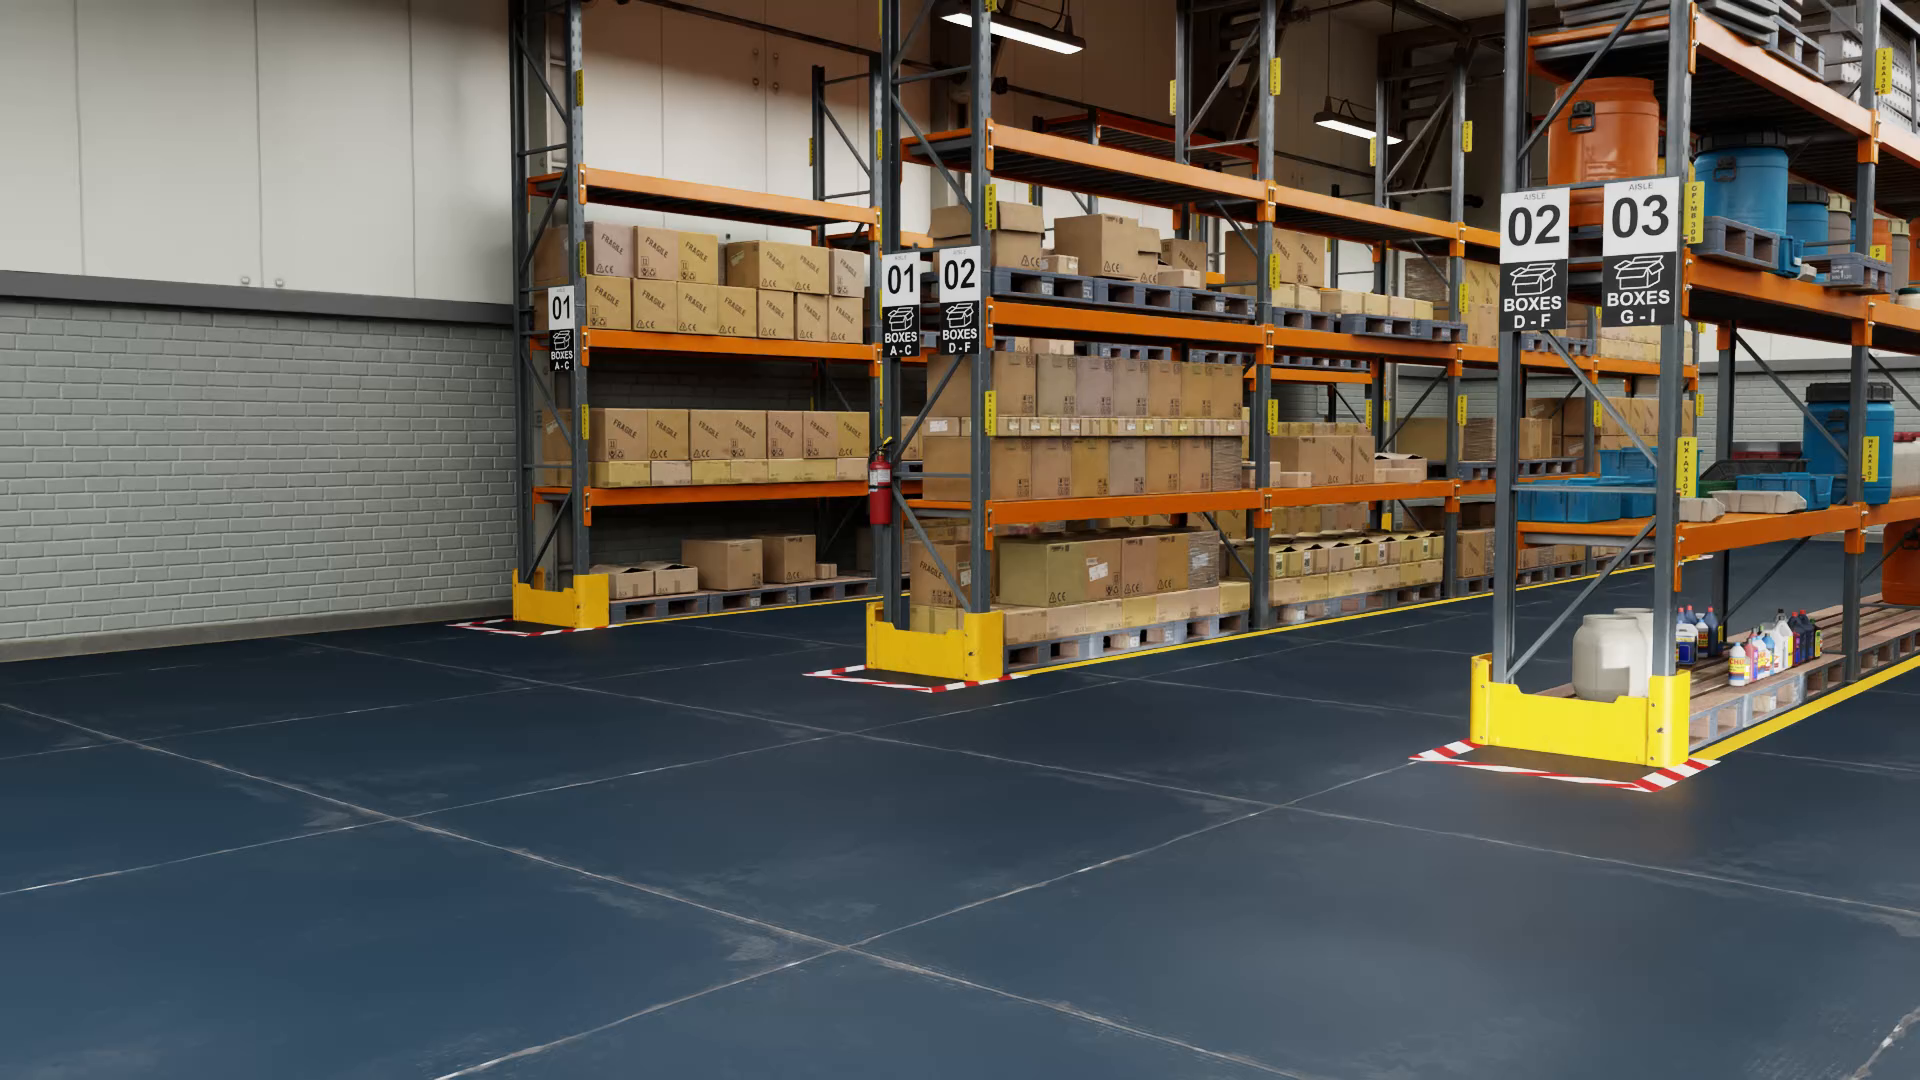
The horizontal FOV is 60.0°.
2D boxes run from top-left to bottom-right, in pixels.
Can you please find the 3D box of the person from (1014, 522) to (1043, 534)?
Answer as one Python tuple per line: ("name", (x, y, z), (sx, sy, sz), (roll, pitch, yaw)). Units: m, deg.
("person", (0.603, -0.073, 16.481), (0.613, 1.655, 0.476), (-1, 4, -12))
